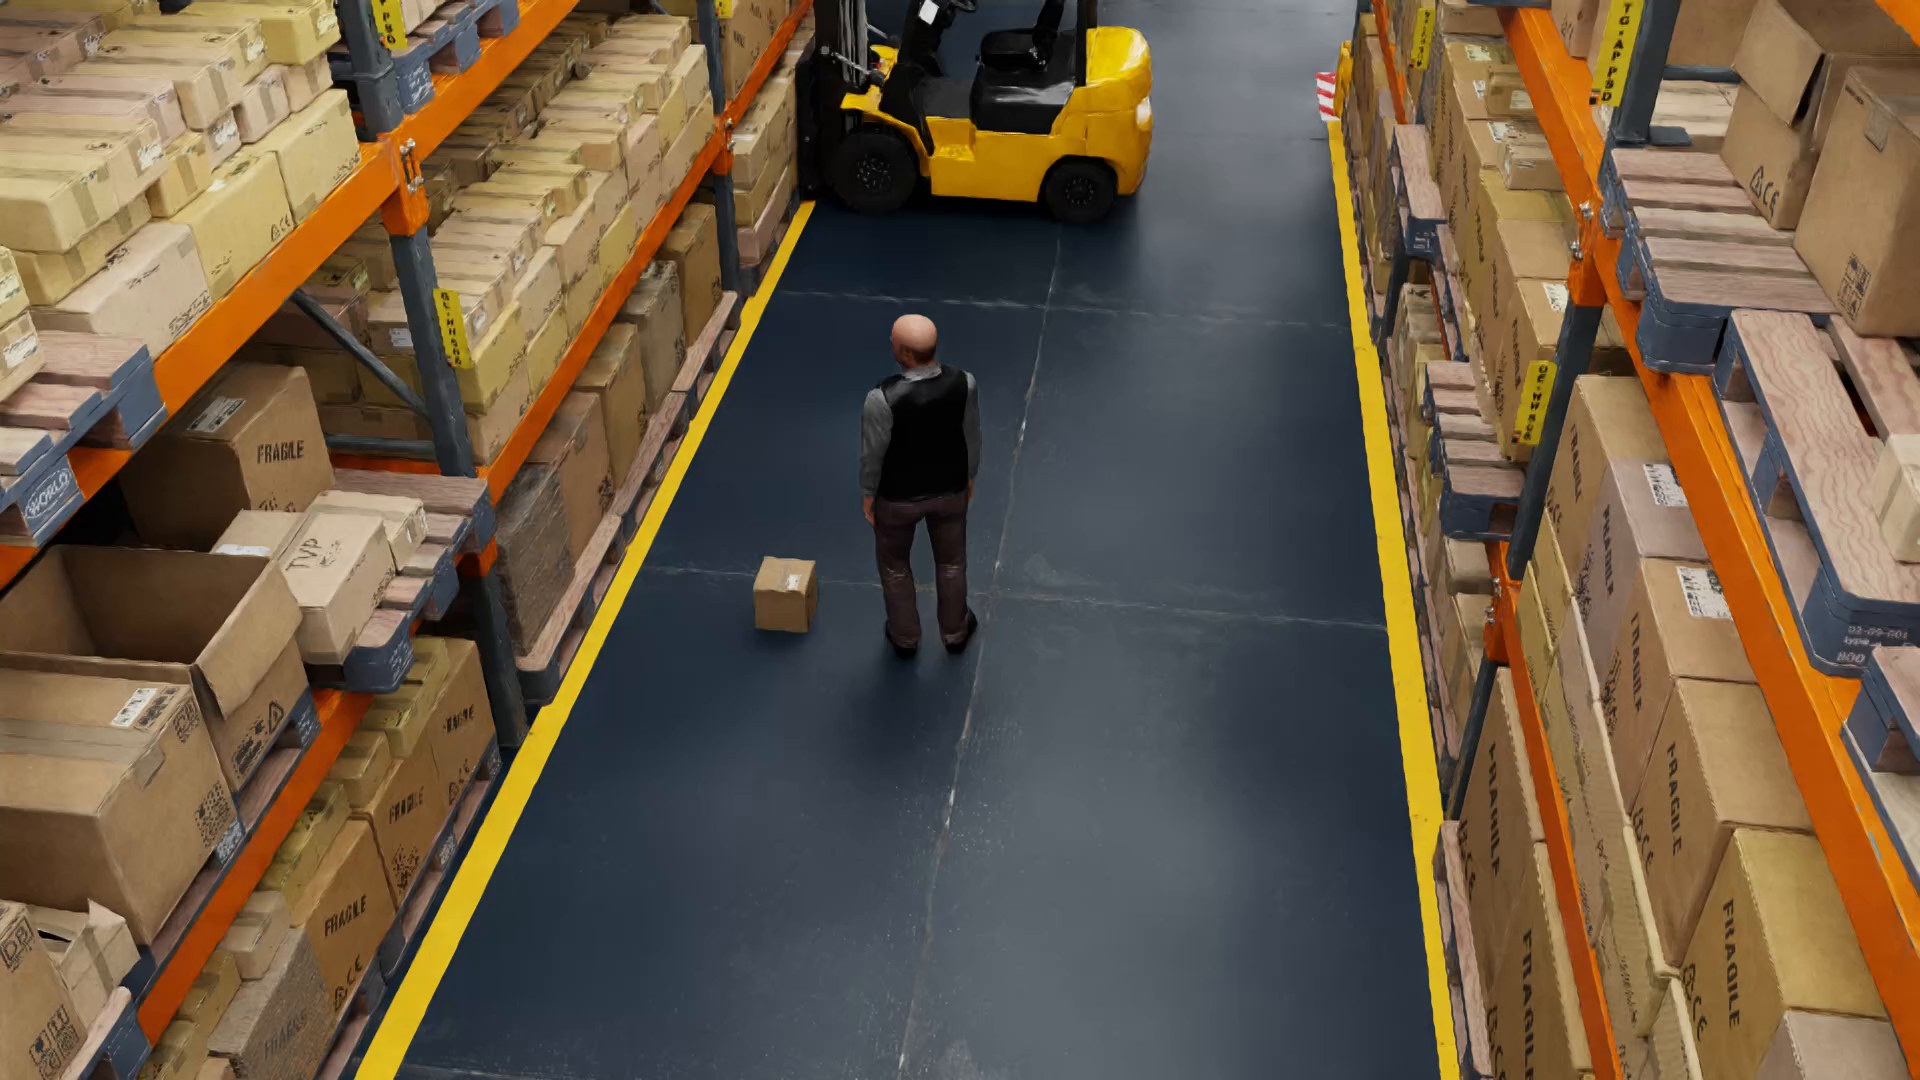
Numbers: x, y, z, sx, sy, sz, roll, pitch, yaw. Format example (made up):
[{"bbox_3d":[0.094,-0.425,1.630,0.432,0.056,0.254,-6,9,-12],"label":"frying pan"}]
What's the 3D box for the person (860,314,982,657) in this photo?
[{"bbox_3d":[-0.173,-0.226,7.348,0.555,1.723,0.362,-11,37,-15],"label":"person"}]
